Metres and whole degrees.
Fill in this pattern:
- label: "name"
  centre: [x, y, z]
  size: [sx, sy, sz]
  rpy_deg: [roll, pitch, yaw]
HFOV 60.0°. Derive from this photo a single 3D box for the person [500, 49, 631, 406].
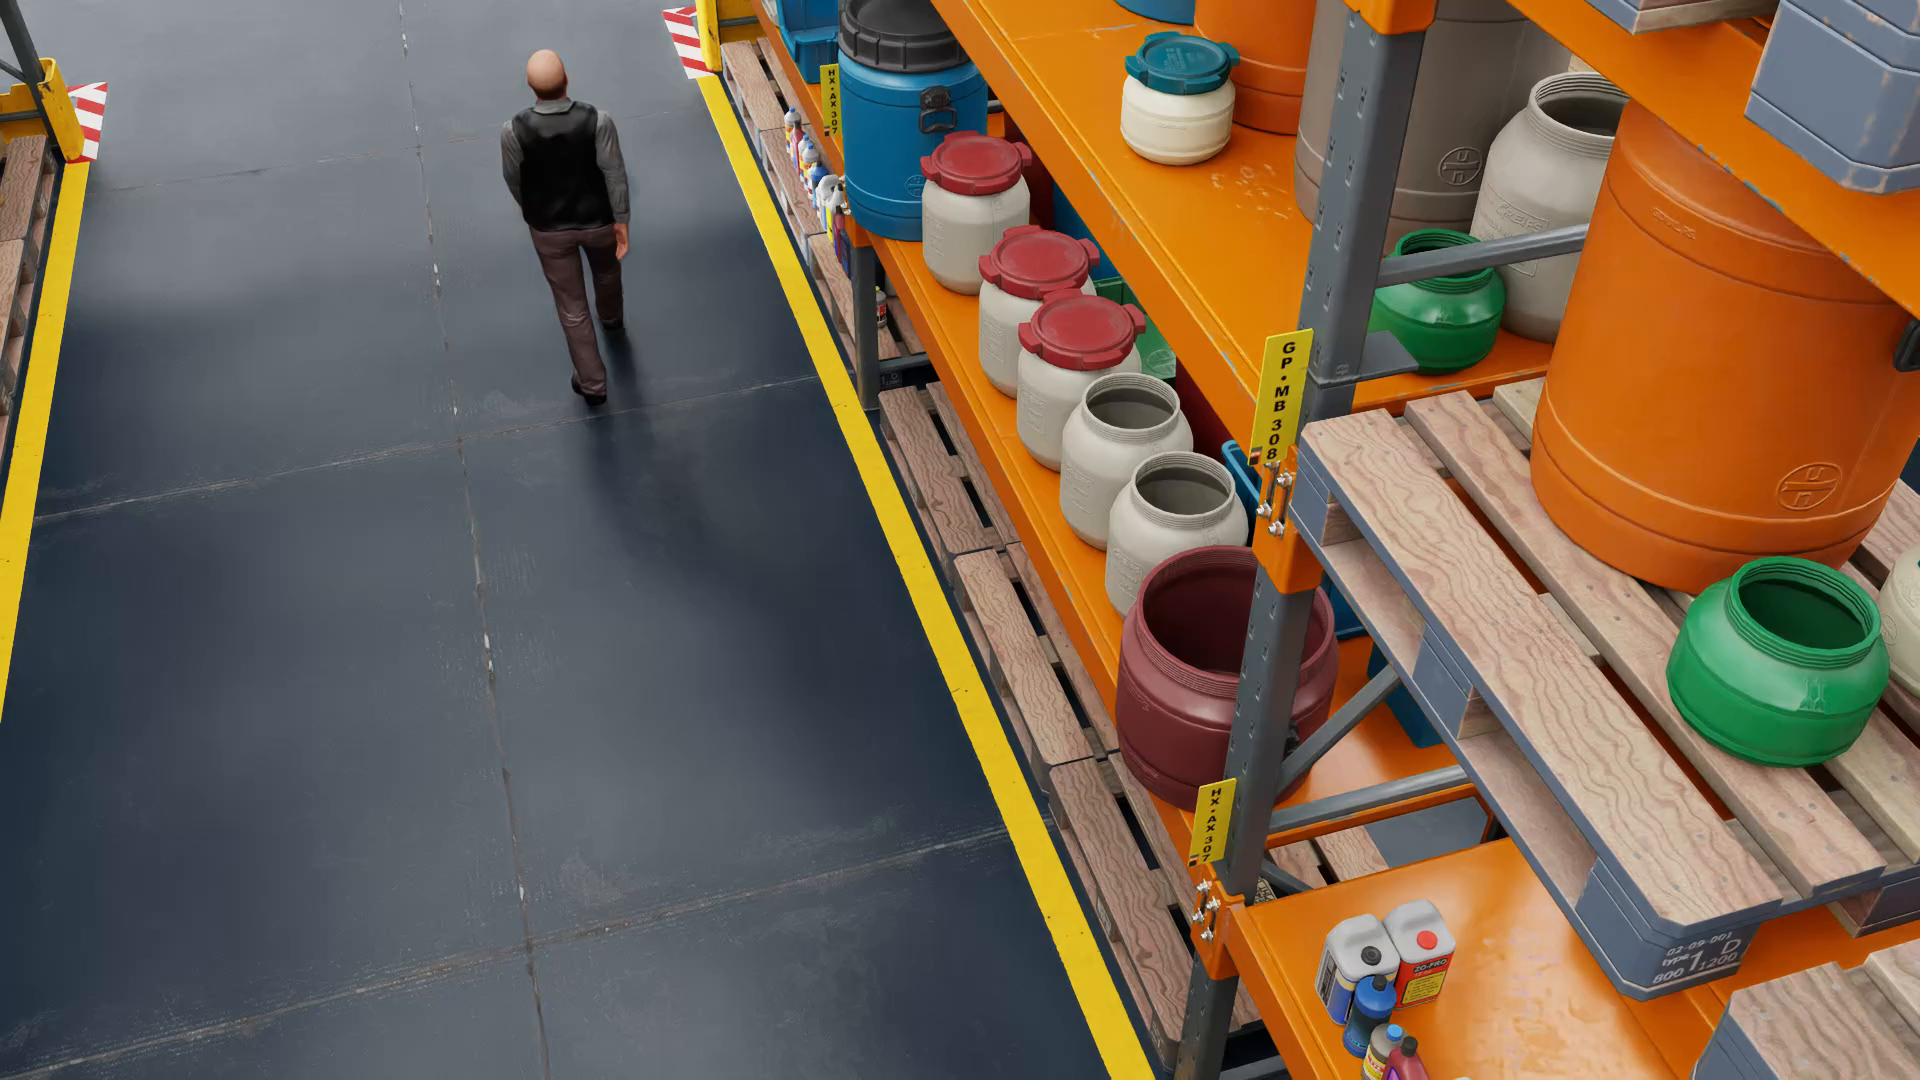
- label: "person"
  centre: [-1.849, -1.550, 7.887]
  size: [0.539, 1.703, 0.924]
  rpy_deg: [-14, 44, -15]
